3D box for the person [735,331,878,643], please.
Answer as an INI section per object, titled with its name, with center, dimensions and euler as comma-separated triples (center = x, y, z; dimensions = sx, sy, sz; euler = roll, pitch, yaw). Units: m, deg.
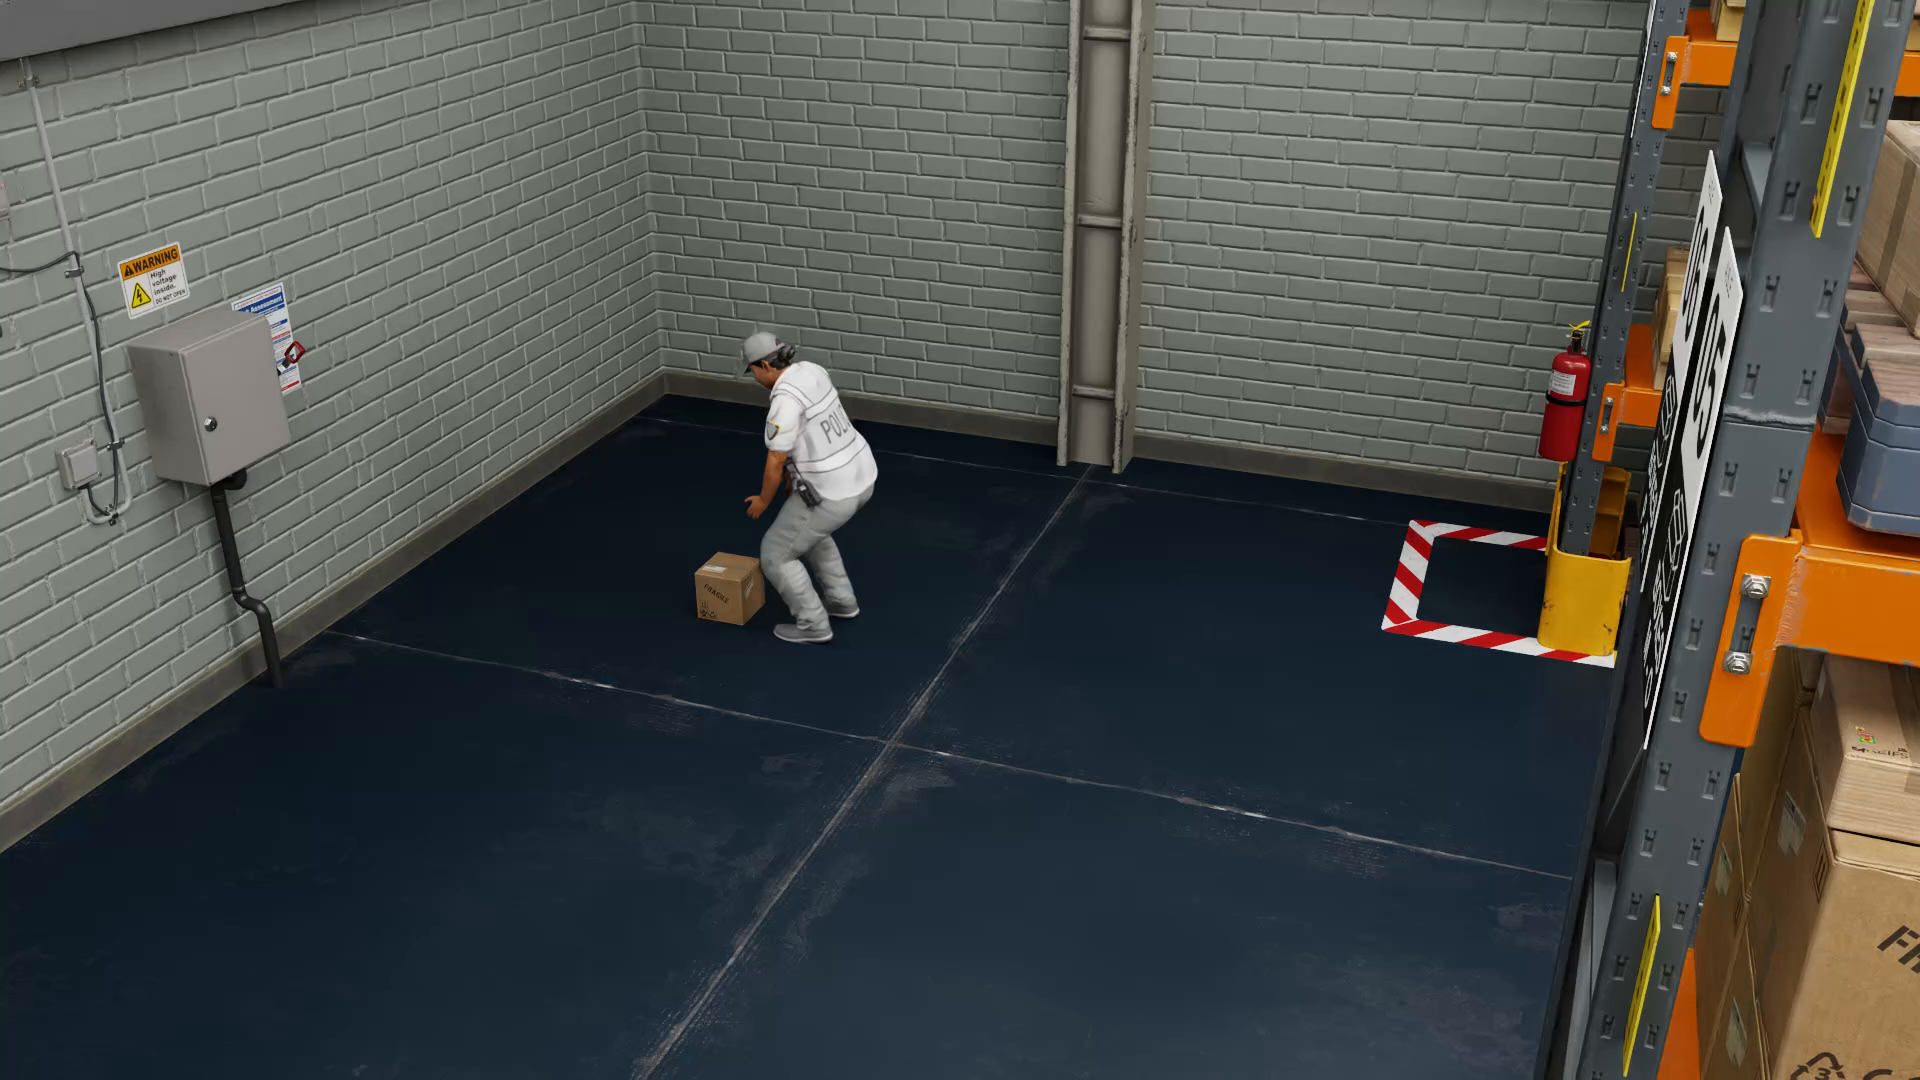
[person]
center = -0.725, -0.240, 7.805
dimensions = 0.632, 1.502, 0.525
euler = 9, 27, 18
